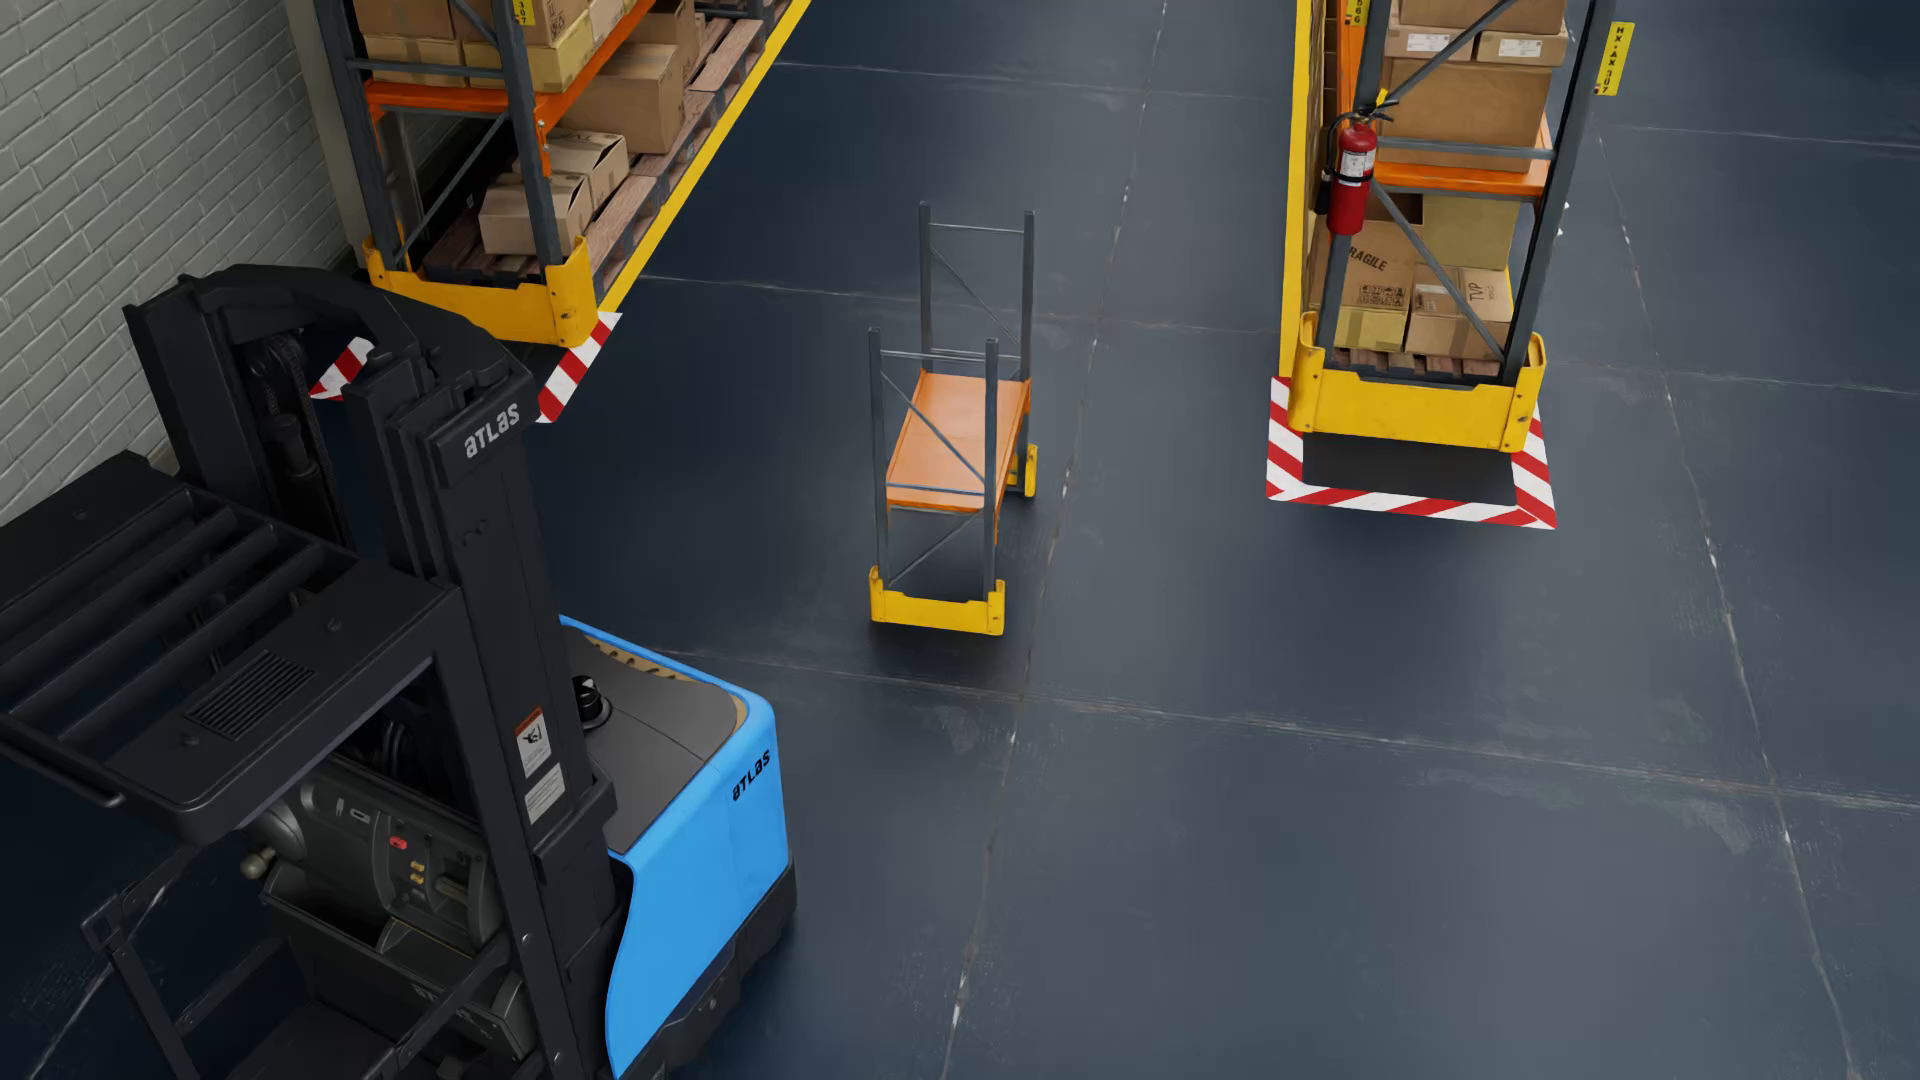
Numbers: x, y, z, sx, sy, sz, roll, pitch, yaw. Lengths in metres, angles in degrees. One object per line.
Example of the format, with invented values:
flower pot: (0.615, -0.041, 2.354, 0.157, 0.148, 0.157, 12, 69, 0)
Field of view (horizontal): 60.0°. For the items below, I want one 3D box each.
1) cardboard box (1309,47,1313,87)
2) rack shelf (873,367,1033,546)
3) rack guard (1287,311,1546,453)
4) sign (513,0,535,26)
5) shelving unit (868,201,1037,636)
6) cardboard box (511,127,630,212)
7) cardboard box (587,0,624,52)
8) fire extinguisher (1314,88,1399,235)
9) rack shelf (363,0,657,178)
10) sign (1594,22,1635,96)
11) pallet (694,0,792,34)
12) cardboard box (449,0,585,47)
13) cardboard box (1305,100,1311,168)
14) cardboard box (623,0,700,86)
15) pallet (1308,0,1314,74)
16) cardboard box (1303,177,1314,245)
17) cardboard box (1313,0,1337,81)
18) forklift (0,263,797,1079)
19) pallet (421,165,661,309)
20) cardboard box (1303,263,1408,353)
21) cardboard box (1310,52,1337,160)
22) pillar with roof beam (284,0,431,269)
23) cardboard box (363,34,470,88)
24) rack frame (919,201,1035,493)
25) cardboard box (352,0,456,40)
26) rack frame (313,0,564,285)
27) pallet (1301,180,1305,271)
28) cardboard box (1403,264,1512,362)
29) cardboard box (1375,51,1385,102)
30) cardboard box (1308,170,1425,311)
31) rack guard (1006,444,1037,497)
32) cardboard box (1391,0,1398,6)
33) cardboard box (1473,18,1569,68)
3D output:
cardboard box: (2.580, -3.126, 11.006, 0.500, 0.250, 0.500, 6, 40, 8)
rack shelf: (-0.015, -0.386, 7.322, 0.538, 0.185, 1.000, 6, 40, 8)
rack guard: (2.263, -0.793, 8.317, 1.175, 0.500, 0.348, 6, 40, 8)
sign: (-2.078, -2.589, 7.848, 0.100, 0.325, 0.005, 6, 40, 8)
shelving unit: (-0.013, -0.530, 7.214, 0.587, 1.500, 1.083, 6, 40, 8)
cardboard box: (-2.306, -2.231, 9.859, 0.500, 0.311, 0.500, 10, 41, 11)
cardboard box: (-2.140, -2.864, 8.962, 0.500, 0.250, 0.500, 5, 40, 6)
fire extinguisher: (1.789, -1.719, 7.535, 0.296, 0.674, 0.183, 6, 40, 8)
rack shelf: (-2.267, -3.293, 9.944, 1.077, 0.370, 4.000, 6, 40, 8)
sign: (2.813, -2.071, 7.159, 0.100, 0.325, 0.005, 6, 40, 8)
pallet: (-1.787, -4.240, 12.712, 1.003, 0.211, 1.213, 6, 40, 8)
cardboard box: (-2.234, -2.821, 8.321, 0.500, 0.500, 0.500, 6, 40, 8)
cardboard box: (2.397, -2.500, 10.248, 0.500, 0.250, 0.500, 6, 40, 8)
cardboard box: (-2.061, -3.376, 11.096, 0.500, 0.500, 0.500, 4, 40, 4)
pallet: (3.048, -3.674, 12.028, 1.003, 0.211, 1.213, 6, 40, 8)
cardboard box: (2.228, -1.872, 9.488, 0.500, 0.250, 0.500, 6, 40, 8)
cardboard box: (2.492, -3.102, 10.387, 0.500, 0.500, 0.500, 6, 40, 8)
forklift: (-1.739, 0.901, 4.360, 1.130, 2.935, 3.031, 19, 43, 22)
pallet: (-2.424, -1.794, 9.754, 1.003, 0.211, 1.213, 6, 40, 8)
cardboard box: (2.069, -1.243, 8.727, 0.500, 0.250, 0.500, 6, 40, 8)
cardboard box: (2.313, -2.475, 9.629, 0.500, 0.500, 0.500, 6, 40, 8)
pillar with roof beam: (0.897, -4.687, 6.357, 9.100, 9.000, 0.400, 6, 40, 8)
cardboard box: (-2.723, -2.580, 8.618, 0.500, 0.250, 0.500, 7, 40, 8)
rack frame: (0.073, -0.844, 7.593, 0.500, 1.500, 0.032, 6, 40, 8)
cardboard box: (-2.740, -2.873, 8.385, 0.500, 0.500, 0.500, 6, 40, 7)
rack frame: (-2.613, -2.315, 8.196, 1.000, 3.000, 0.127, 6, 40, 8)
pallet: (2.571, -1.945, 9.936, 1.003, 0.211, 1.213, 6, 40, 8)
cardboard box: (2.579, -1.186, 8.658, 0.500, 0.250, 0.500, 6, 40, 8)
cardboard box: (2.446, -2.432, 8.259, 0.700, 0.500, 0.500, 7, 40, 9)
cardboard box: (2.067, -1.532, 8.489, 0.500, 0.500, 0.500, 6, 40, 8)
rack guard: (0.073, -0.361, 7.991, 0.587, 0.250, 0.087, 6, 40, 8)
cardboard box: (2.189, -2.485, 7.814, 0.380, 0.149, 0.250, 7, 40, 9)
cardboard box: (2.547, -2.282, 7.569, 0.380, 0.149, 0.250, 6, 40, 7)
